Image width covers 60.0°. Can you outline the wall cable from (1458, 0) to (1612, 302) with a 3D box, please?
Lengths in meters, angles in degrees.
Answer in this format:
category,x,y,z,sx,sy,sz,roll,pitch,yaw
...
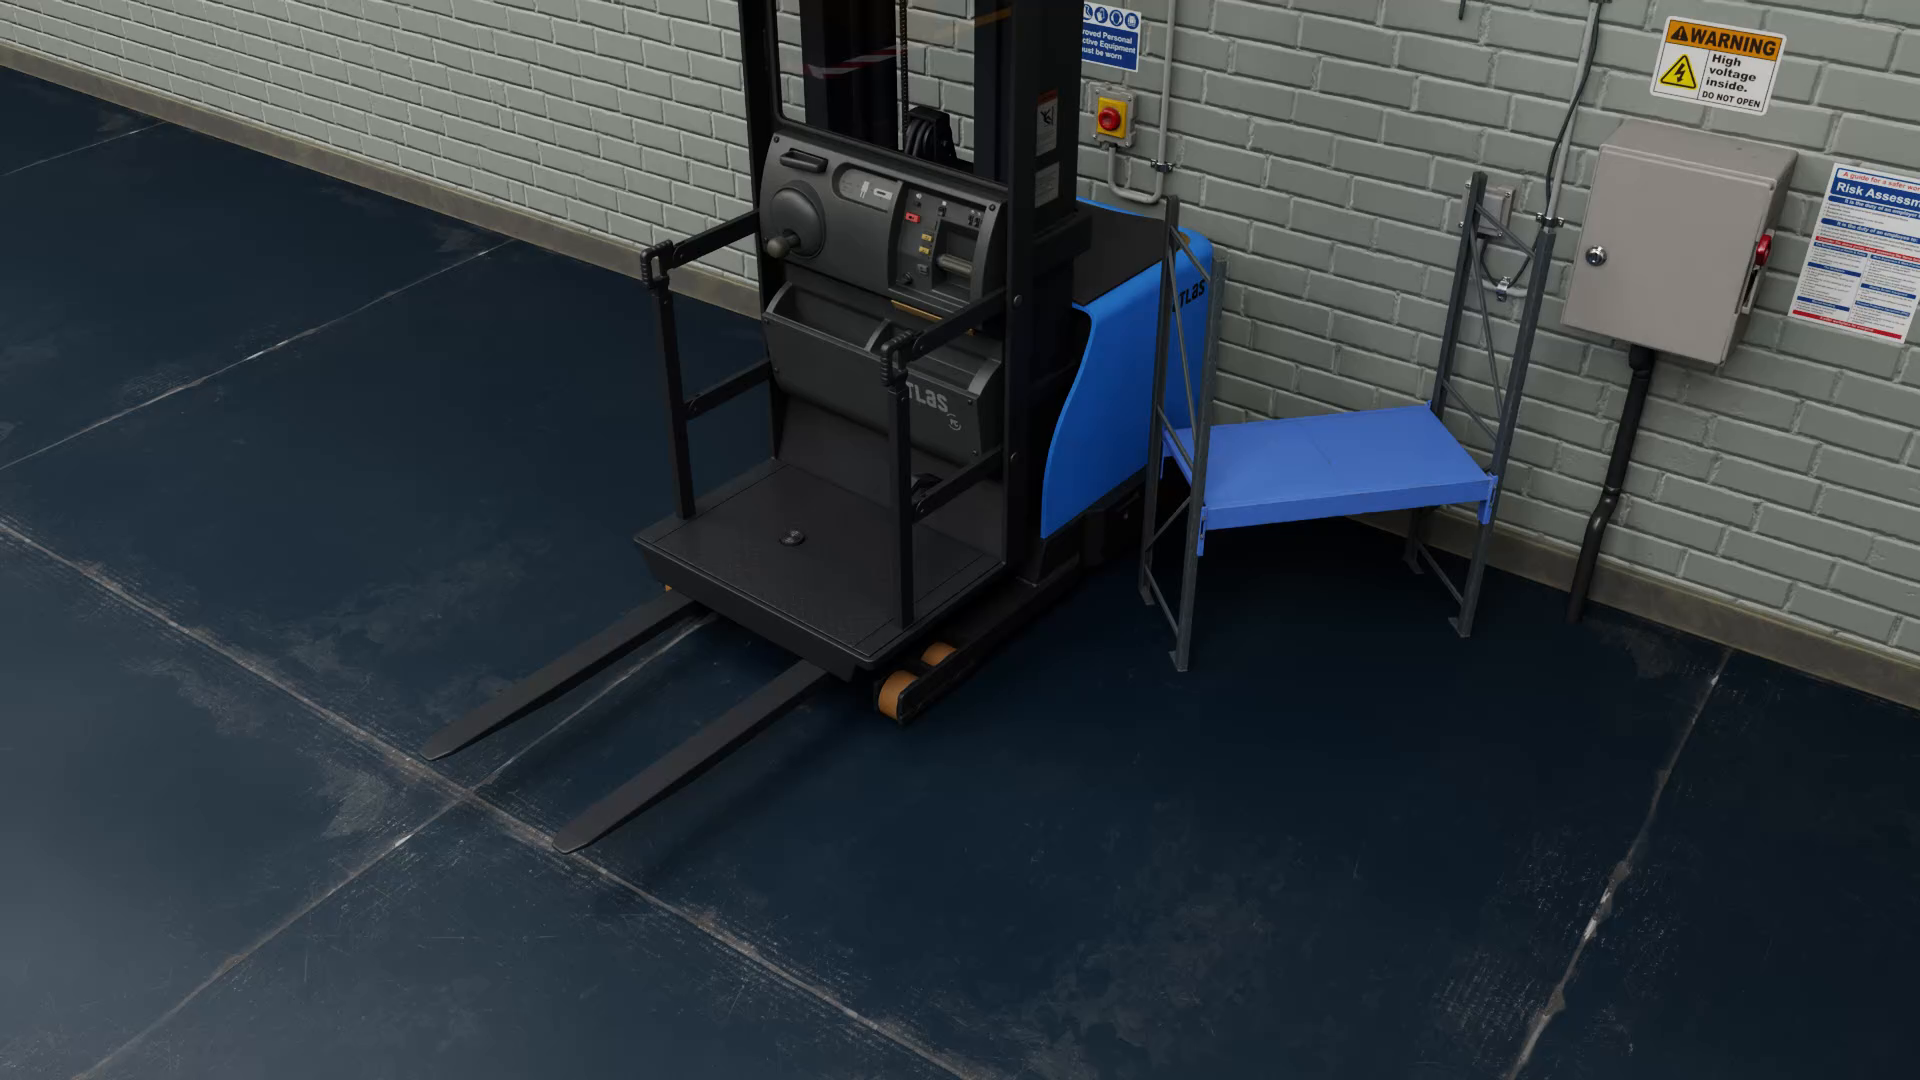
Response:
category,x,y,z,sx,sy,sz,roll,pitch,yaw
wall cable,1.687,-1.656,5.114,0.588,1.984,0.122,21,39,28

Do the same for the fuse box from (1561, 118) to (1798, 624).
category,x,y,z,sx,sy,sz,roll,pitch,yaw
fuse box,2.158,-0.411,5.330,0.539,1.711,0.414,21,39,28

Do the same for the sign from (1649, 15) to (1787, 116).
category,x,y,z,sx,sy,sz,roll,pitch,yaw
sign,2.230,-1.399,4.904,0.339,0.242,0.001,21,39,28

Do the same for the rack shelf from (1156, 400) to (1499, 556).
category,x,y,z,sx,sy,sz,roll,pitch,yaw
rack shelf,1.202,-0.218,5.554,1.000,0.185,0.538,-6,35,-9

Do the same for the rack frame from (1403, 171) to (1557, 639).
category,x,y,z,sx,sy,sz,roll,pitch,yaw
rack frame,1.701,-0.420,5.532,0.032,1.500,0.500,-6,35,-9

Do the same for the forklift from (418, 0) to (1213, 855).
category,x,y,z,sx,sy,sz,roll,pitch,yaw
forklift,-0.394,-0.942,5.026,1.130,2.935,3.031,24,41,31

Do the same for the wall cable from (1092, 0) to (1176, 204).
category,x,y,z,sx,sy,sz,roll,pitch,yaw
wall cable,0.515,-2.116,5.767,0.585,1.953,0.123,21,39,28

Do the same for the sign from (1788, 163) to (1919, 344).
category,x,y,z,sx,sy,sz,roll,pitch,yaw
sign,2.681,-0.842,4.903,0.329,0.494,0.001,21,39,28

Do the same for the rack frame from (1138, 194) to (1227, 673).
category,x,y,z,sx,sy,sz,roll,pitch,yaw
rack frame,0.702,-0.313,5.374,0.032,1.500,0.500,-6,35,-9

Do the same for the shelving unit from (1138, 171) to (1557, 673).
category,x,y,z,sx,sy,sz,roll,pitch,yaw
shelving unit,1.202,-0.367,5.453,1.048,1.500,0.538,-6,35,-9

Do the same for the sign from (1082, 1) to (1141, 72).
category,x,y,z,sx,sy,sz,roll,pitch,yaw
sign,0.510,-1.838,6.049,0.327,0.218,0.001,21,39,28
